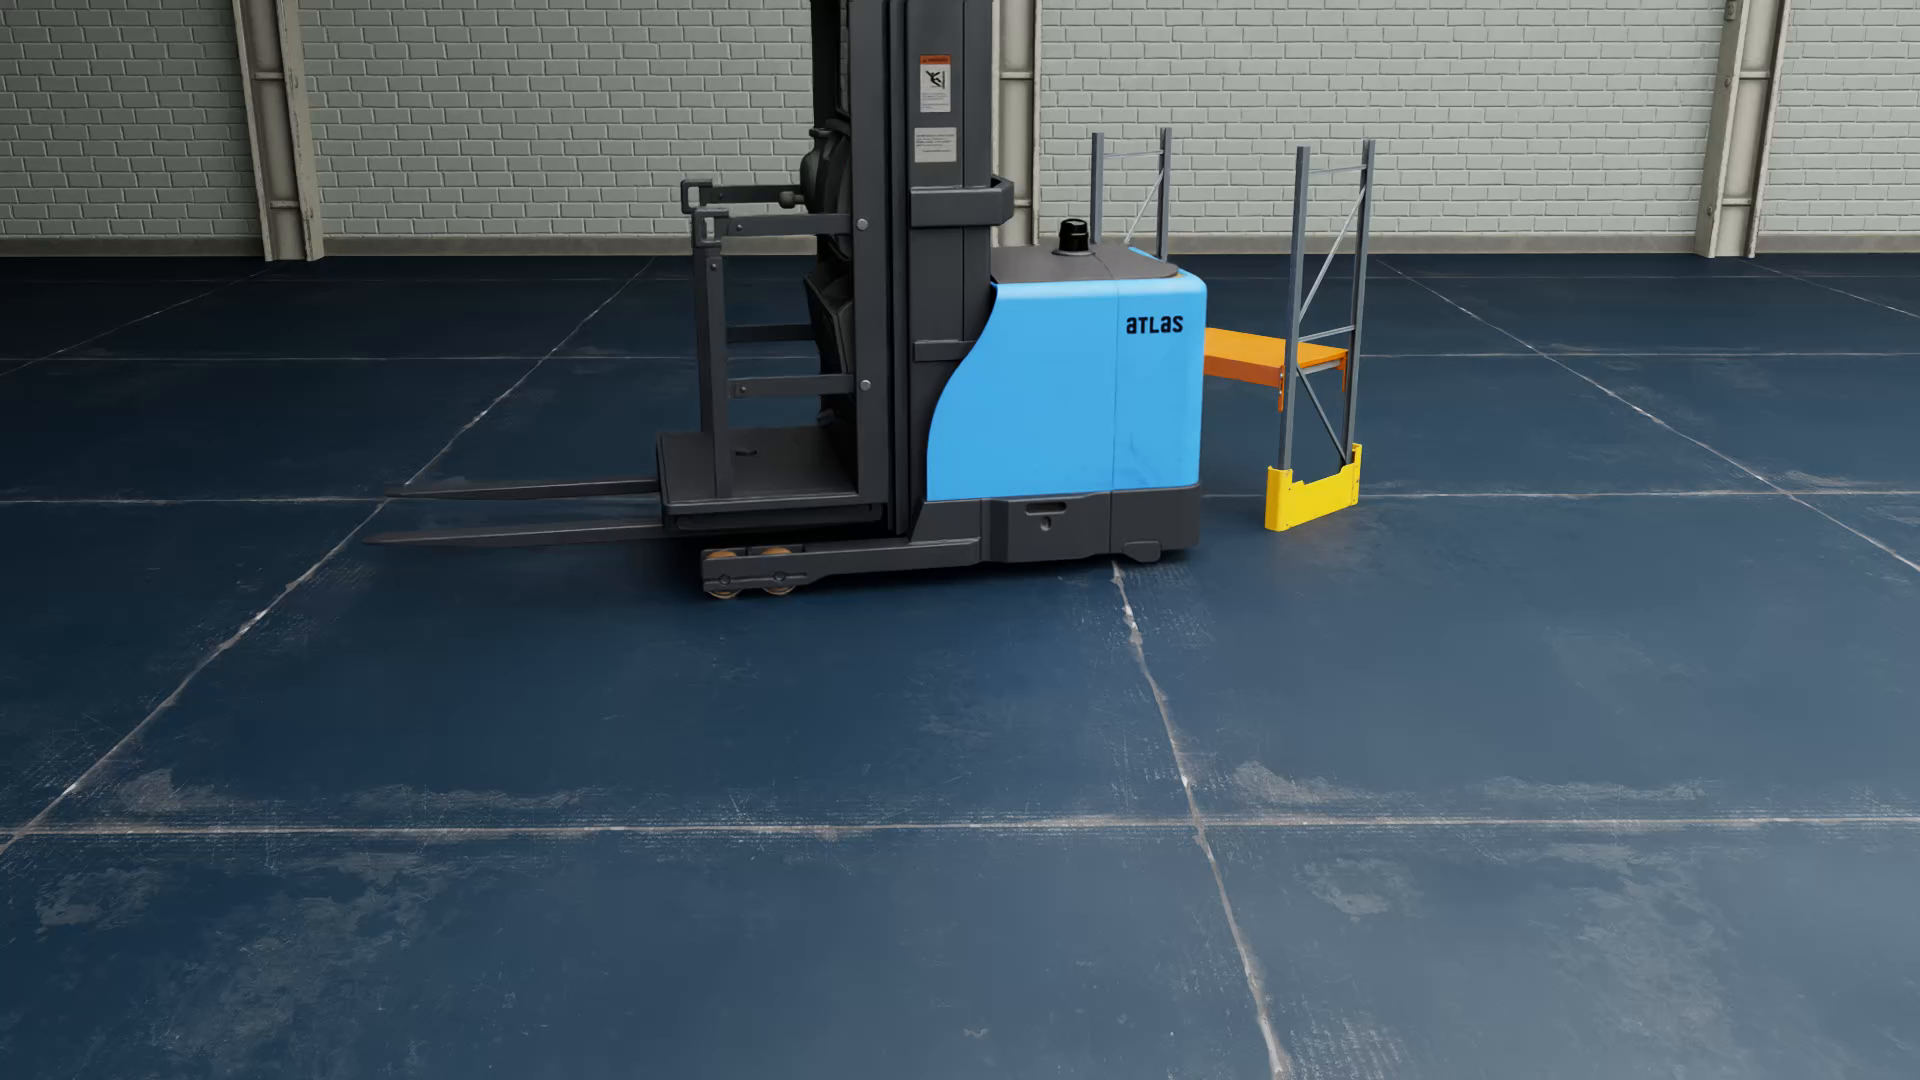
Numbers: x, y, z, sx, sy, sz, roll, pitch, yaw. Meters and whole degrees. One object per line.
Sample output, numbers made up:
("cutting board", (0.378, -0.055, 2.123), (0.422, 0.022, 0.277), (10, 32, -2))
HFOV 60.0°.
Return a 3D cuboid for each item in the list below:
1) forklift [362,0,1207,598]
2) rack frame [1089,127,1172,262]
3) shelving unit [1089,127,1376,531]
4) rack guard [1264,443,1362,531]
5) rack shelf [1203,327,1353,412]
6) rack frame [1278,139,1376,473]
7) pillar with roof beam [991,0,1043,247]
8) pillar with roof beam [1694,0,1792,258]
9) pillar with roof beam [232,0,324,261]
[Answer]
("forklift", (-0.663, -1.364, 6.001), (3.031, 2.935, 1.130), (-3, 18, -11))
("rack frame", (0.738, -1.038, 7.328), (0.500, 1.500, 0.032), (-17, 24, -42))
("shelving unit", (1.103, -0.926, 6.979), (0.587, 1.500, 1.083), (-17, 24, -42))
("rack guard", (1.455, -0.223, 6.834), (0.587, 0.250, 0.087), (-17, 24, -42))
("rack shelf", (1.097, -0.757, 7.040), (0.538, 0.185, 1.000), (-17, 24, -42))
("rack frame", (1.456, -0.818, 6.642), (0.500, 1.500, 0.032), (-17, 24, -42))
("pillar with roof beam", (0.522, -5.351, 8.495), (0.400, 9.000, 9.100), (0, 18, -1))
("pillar with roof beam", (6.521, -5.380, 8.585), (0.400, 9.000, 9.100), (0, 18, -1))
("pillar with roof beam", (-5.477, -5.322, 8.405), (0.400, 9.000, 9.100), (0, 18, -1))
